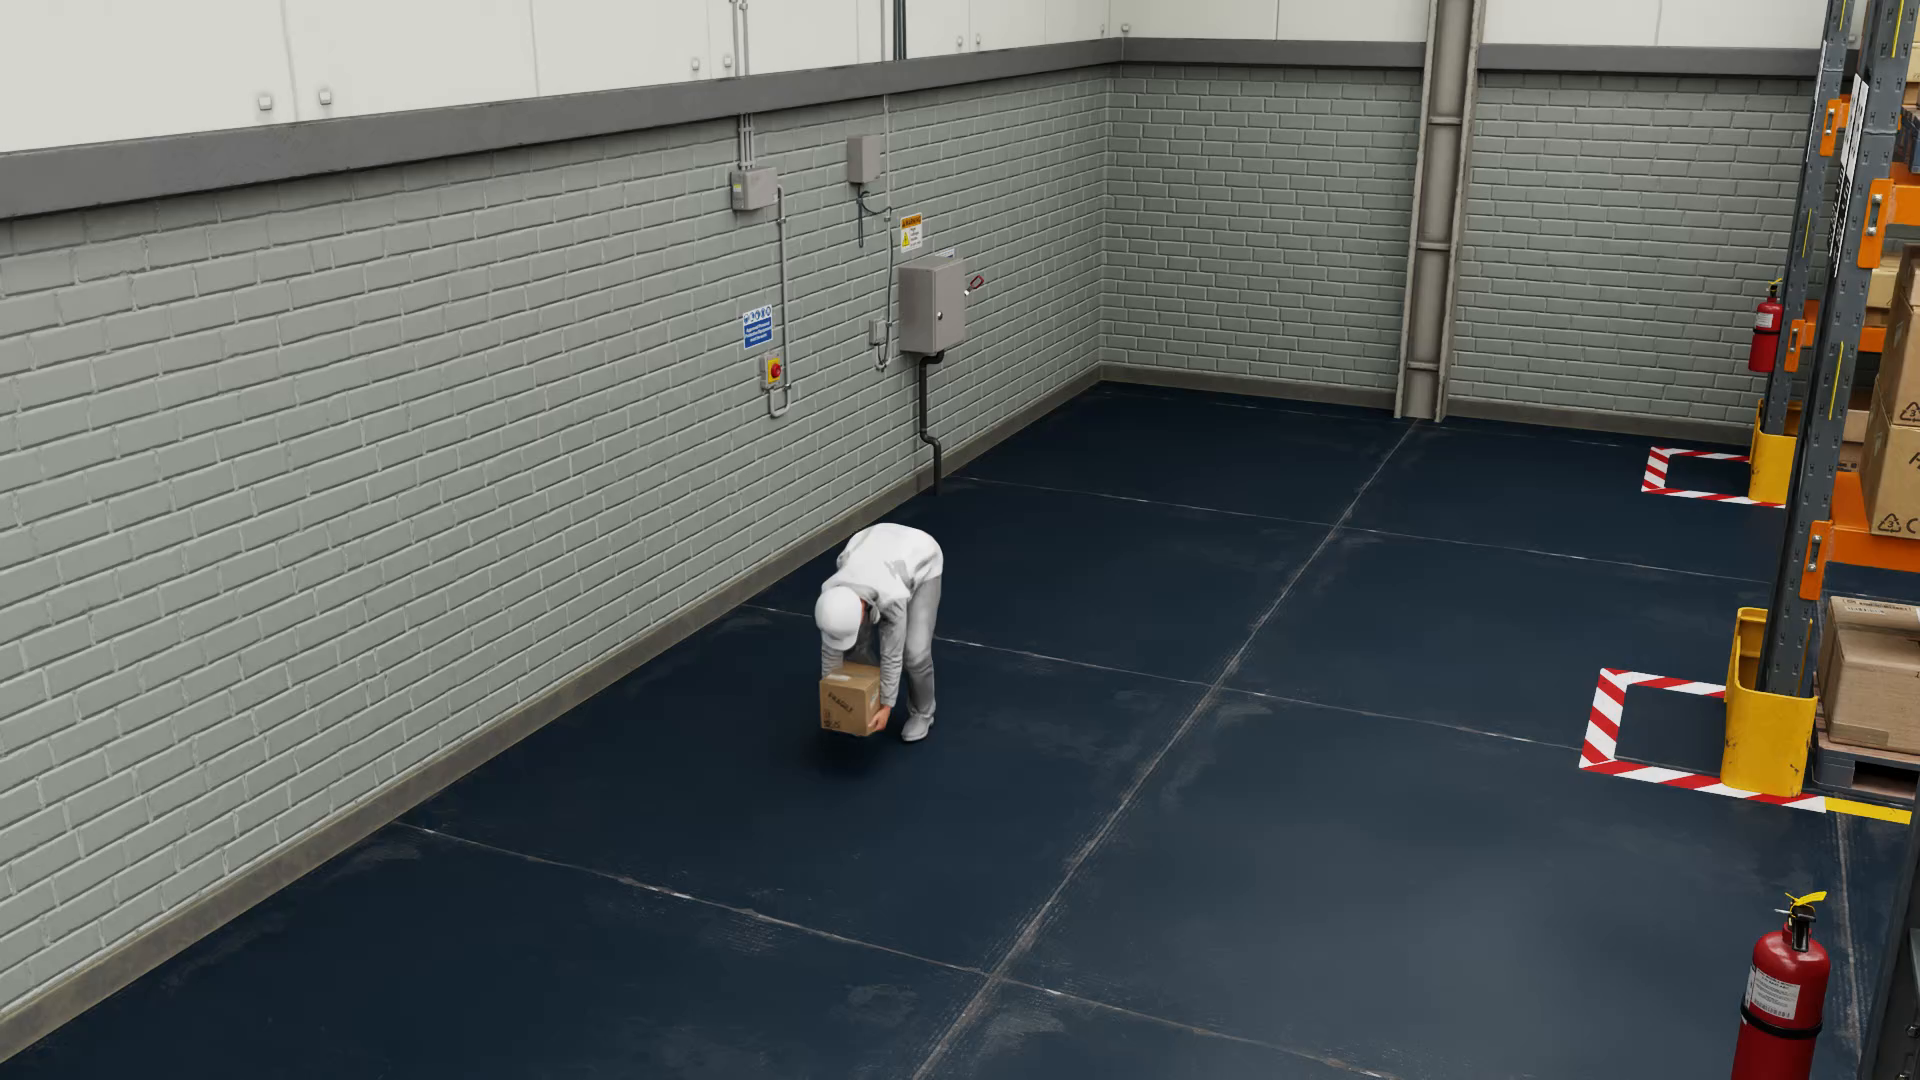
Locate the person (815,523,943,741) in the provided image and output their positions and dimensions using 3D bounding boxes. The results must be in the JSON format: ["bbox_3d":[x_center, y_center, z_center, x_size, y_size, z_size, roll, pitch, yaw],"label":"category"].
[{"bbox_3d":[-0.413,0.510,8.105,0.477,1.078,1.011,7,20,21],"label":"person"}]
